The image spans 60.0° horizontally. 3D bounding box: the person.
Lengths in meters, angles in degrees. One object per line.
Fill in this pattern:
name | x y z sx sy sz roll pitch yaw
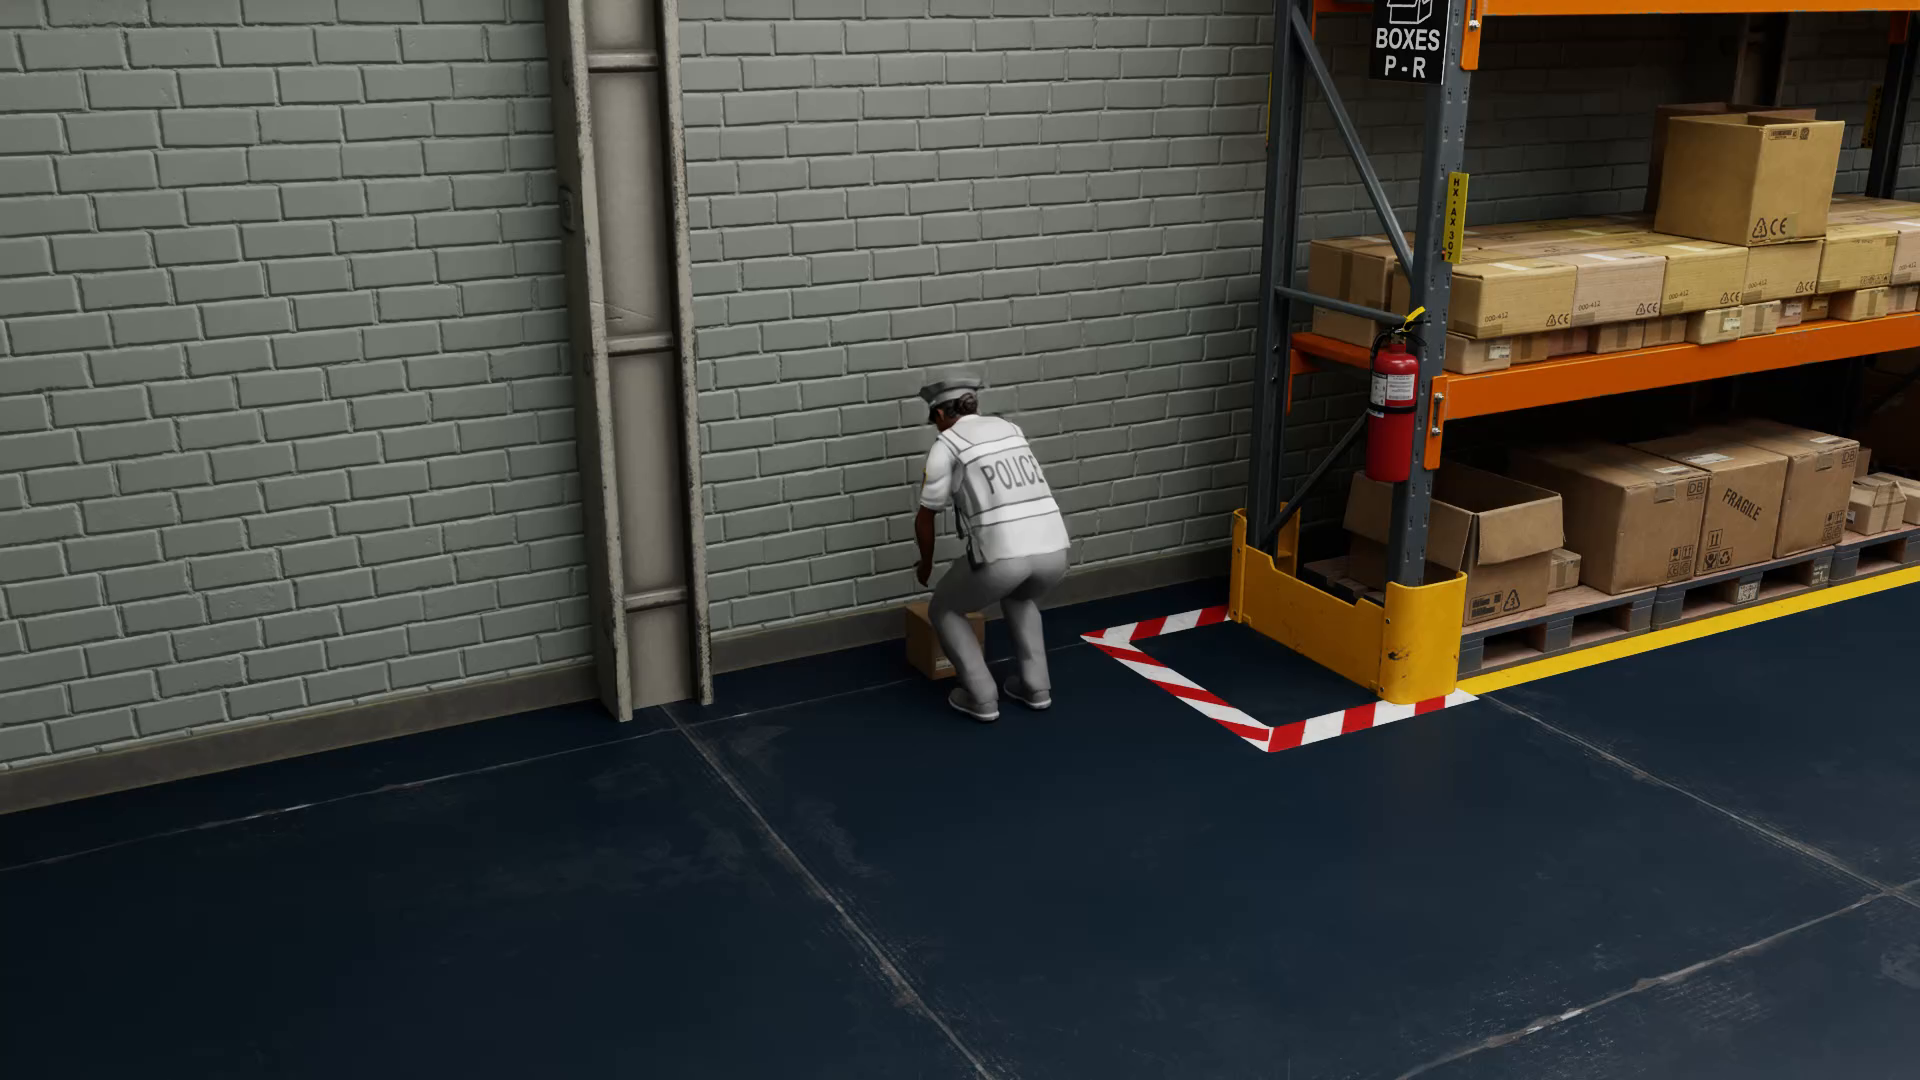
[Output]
person | 0.090 0.033 6.540 0.499 1.303 0.756 -10 21 -27
